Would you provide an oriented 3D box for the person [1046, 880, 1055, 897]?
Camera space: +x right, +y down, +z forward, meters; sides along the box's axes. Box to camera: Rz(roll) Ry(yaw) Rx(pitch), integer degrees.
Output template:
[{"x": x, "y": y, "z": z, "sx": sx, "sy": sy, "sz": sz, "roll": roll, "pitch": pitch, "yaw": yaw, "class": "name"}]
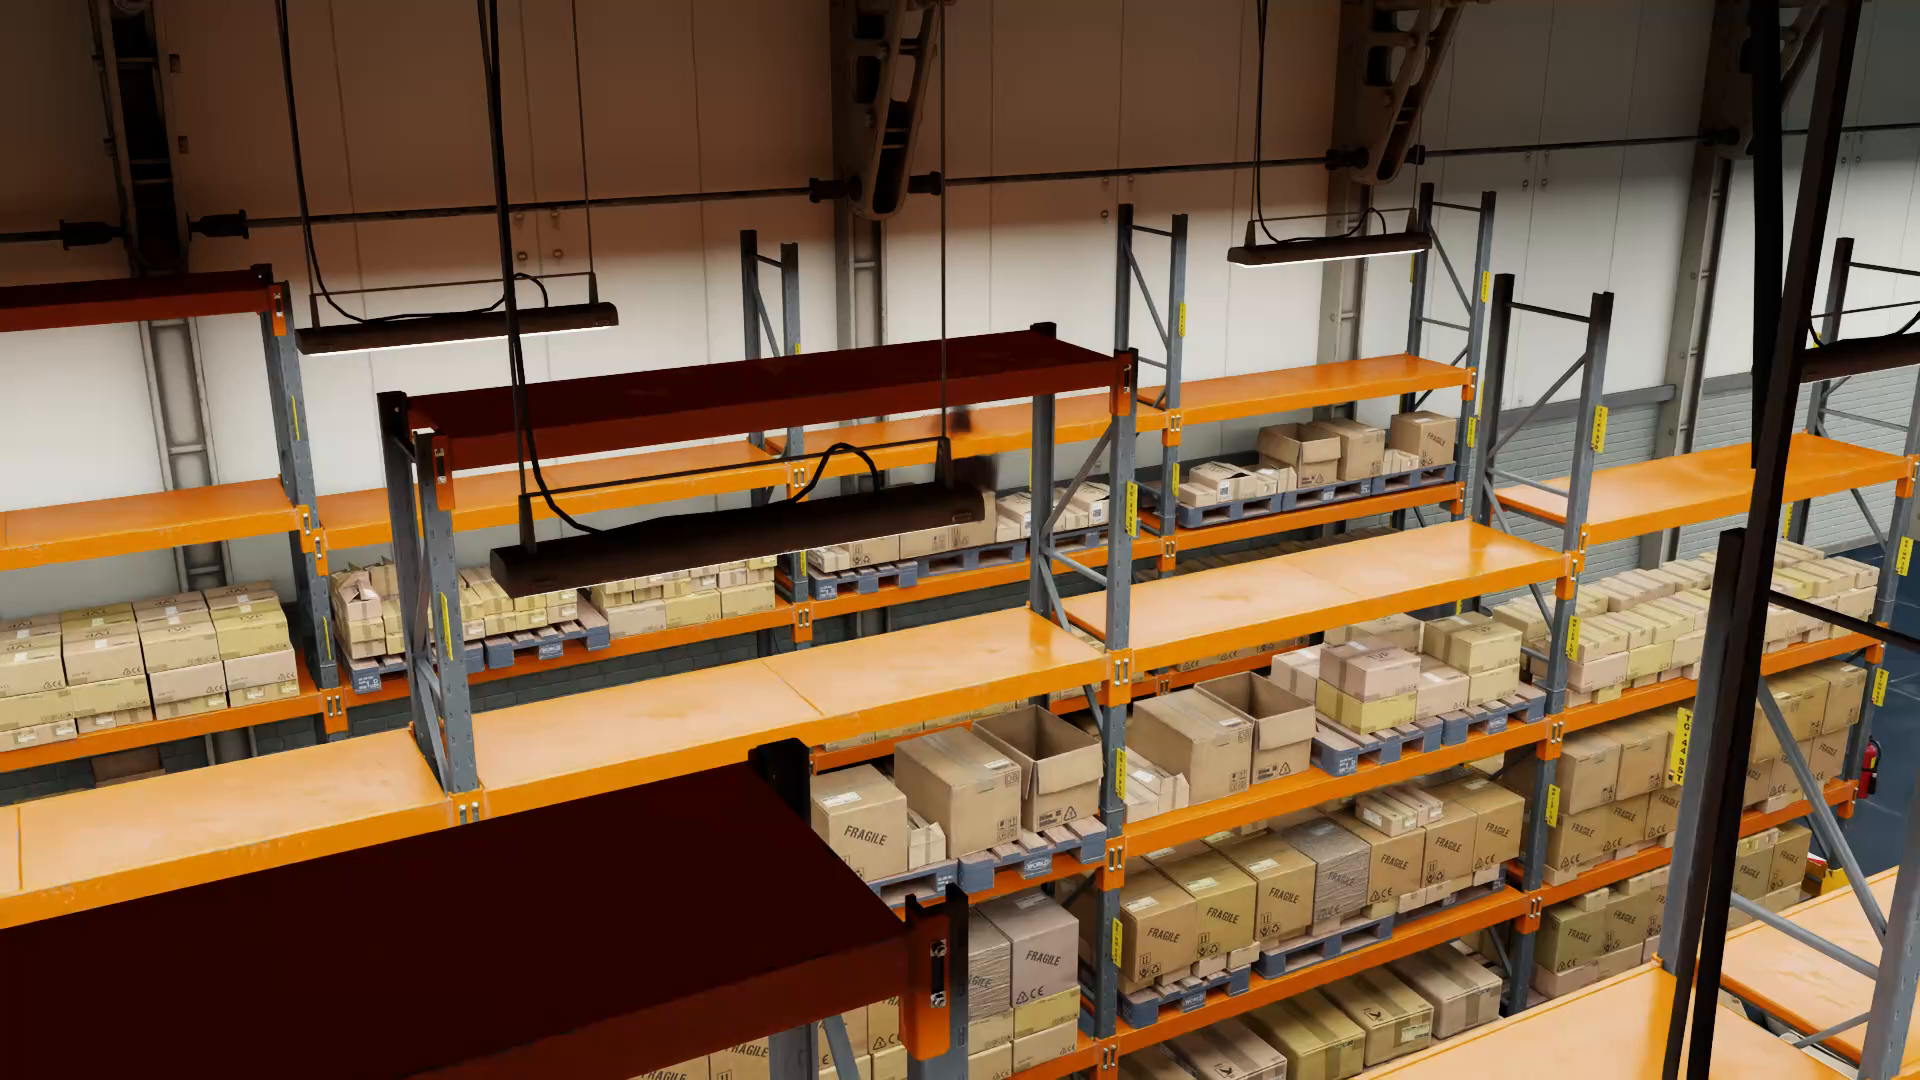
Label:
[{"x": 0.835, "y": 2.738, "z": 14.565, "sx": 0.866, "sy": 1.619, "sz": 0.596, "roll": -13, "pitch": 22, "yaw": -34, "class": "person"}]
